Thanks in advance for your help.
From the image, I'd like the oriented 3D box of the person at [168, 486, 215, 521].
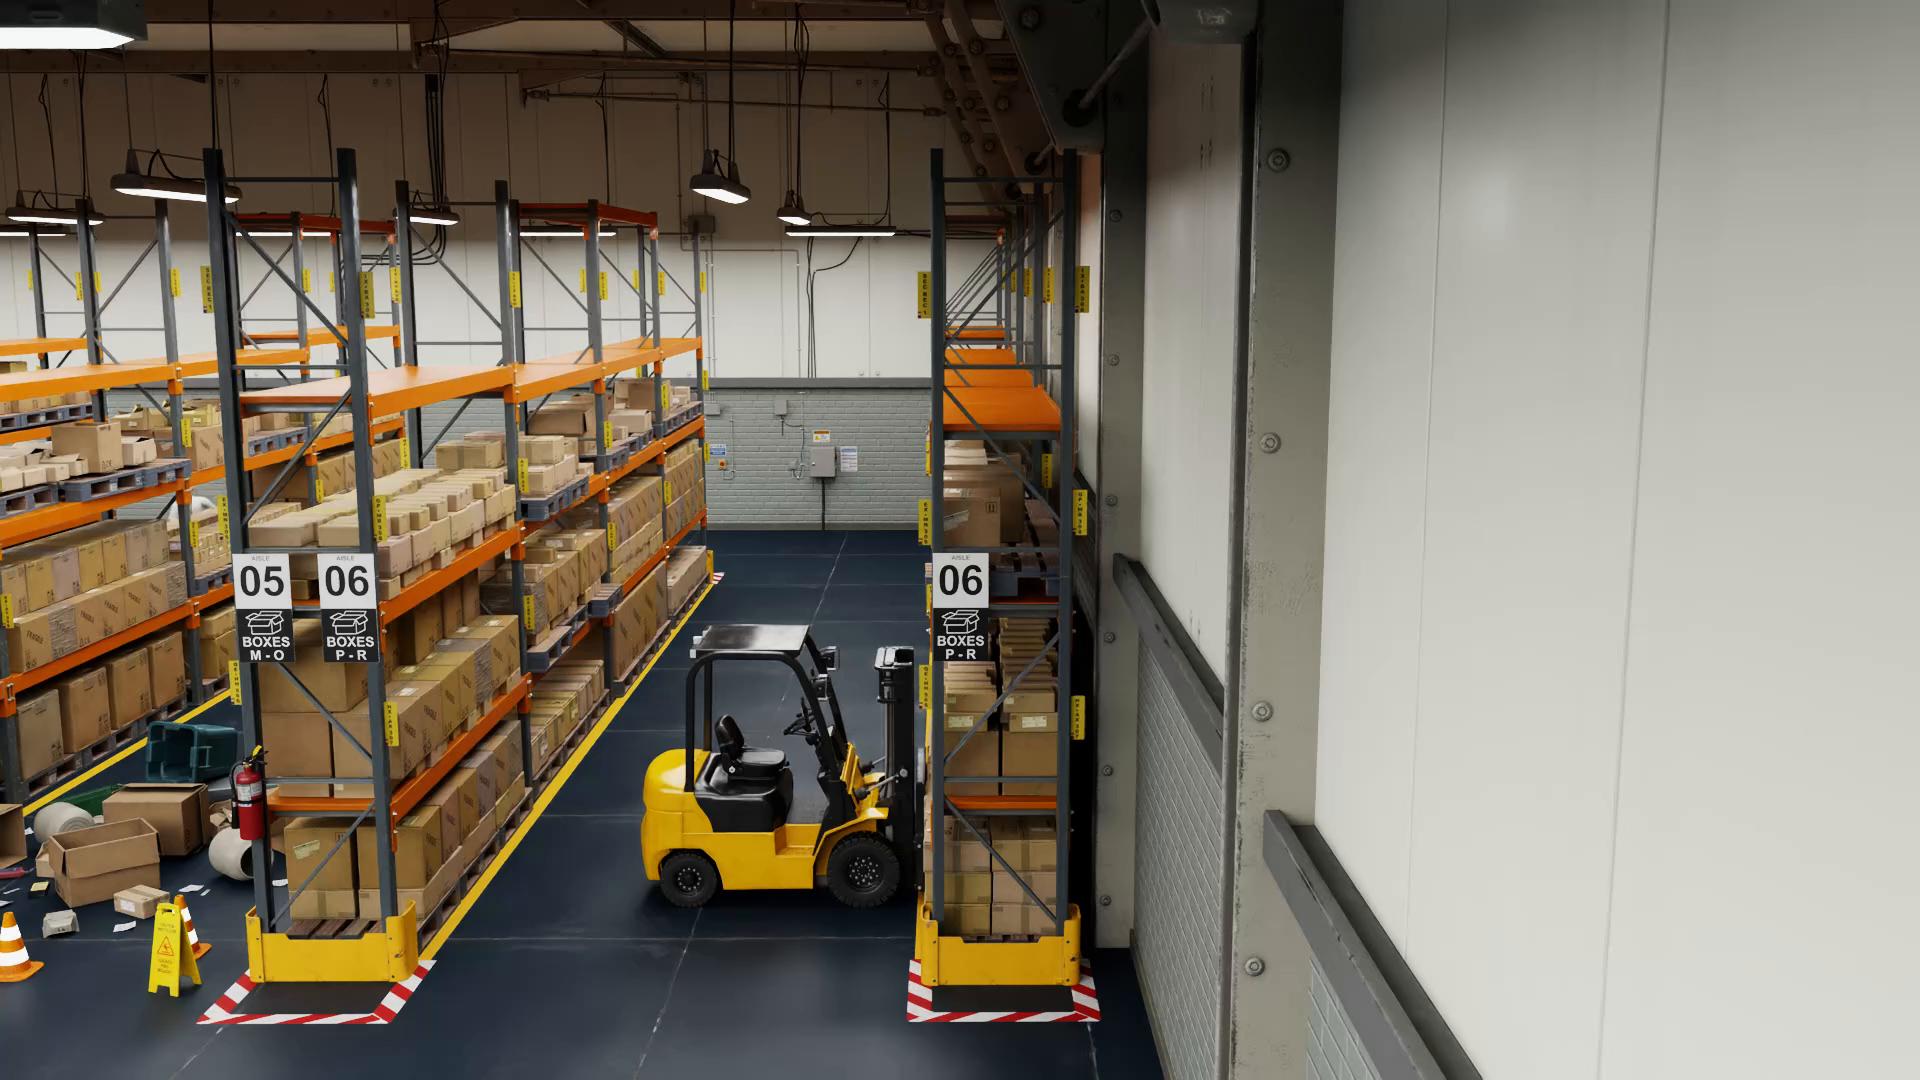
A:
[{"bbox_3d":[-12.589,-0.054,27.253,0.654,1.780,0.850,0,9,-1],"label":"person"}]
